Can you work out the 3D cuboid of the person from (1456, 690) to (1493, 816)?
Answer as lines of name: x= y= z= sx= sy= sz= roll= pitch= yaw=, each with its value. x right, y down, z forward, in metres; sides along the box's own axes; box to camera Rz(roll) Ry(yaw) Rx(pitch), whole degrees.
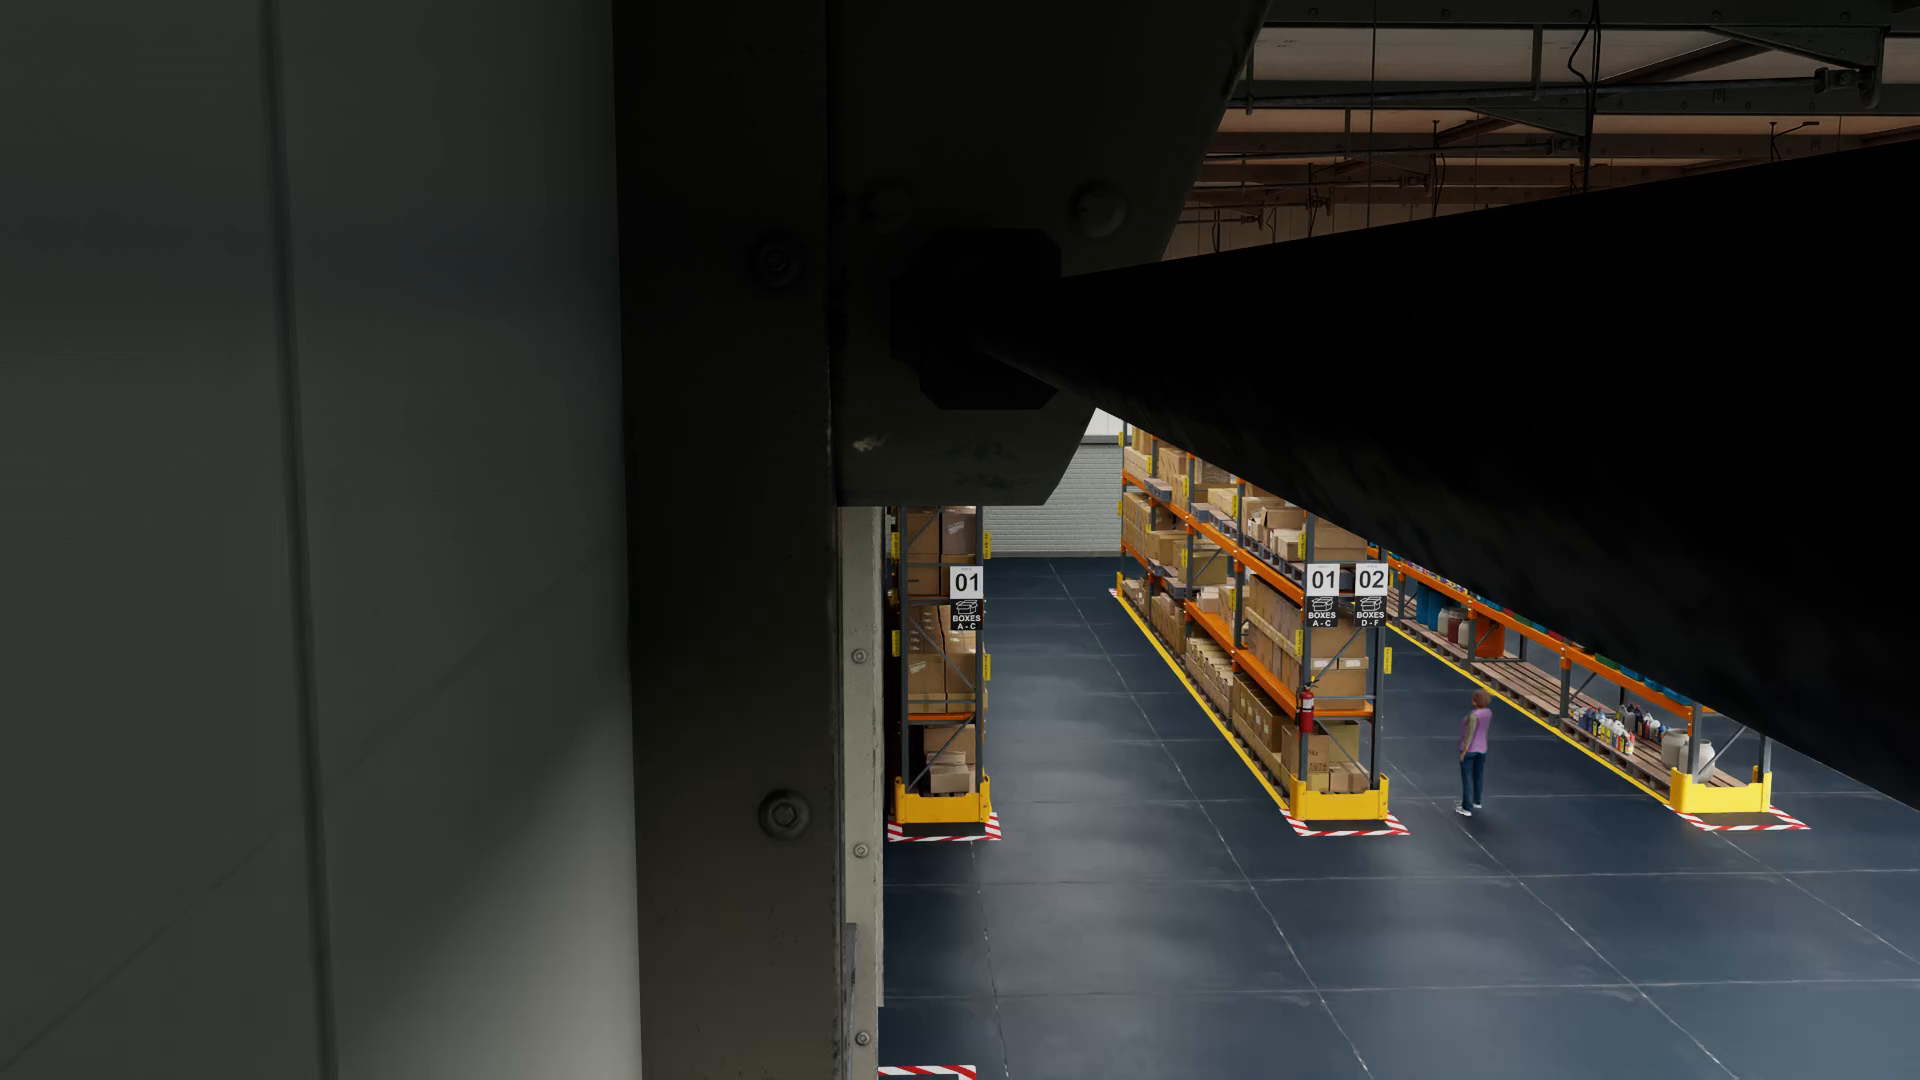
person: x=6.419 y=2.677 z=20.868 sx=0.410 sy=1.489 sz=0.517 roll=-2 pitch=8 yaw=-15

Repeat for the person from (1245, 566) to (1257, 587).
person: x=5.972 y=0.800 z=33.323 sx=0.684 sy=1.722 sz=1.054 roll=0 pitch=8 yaw=-3
